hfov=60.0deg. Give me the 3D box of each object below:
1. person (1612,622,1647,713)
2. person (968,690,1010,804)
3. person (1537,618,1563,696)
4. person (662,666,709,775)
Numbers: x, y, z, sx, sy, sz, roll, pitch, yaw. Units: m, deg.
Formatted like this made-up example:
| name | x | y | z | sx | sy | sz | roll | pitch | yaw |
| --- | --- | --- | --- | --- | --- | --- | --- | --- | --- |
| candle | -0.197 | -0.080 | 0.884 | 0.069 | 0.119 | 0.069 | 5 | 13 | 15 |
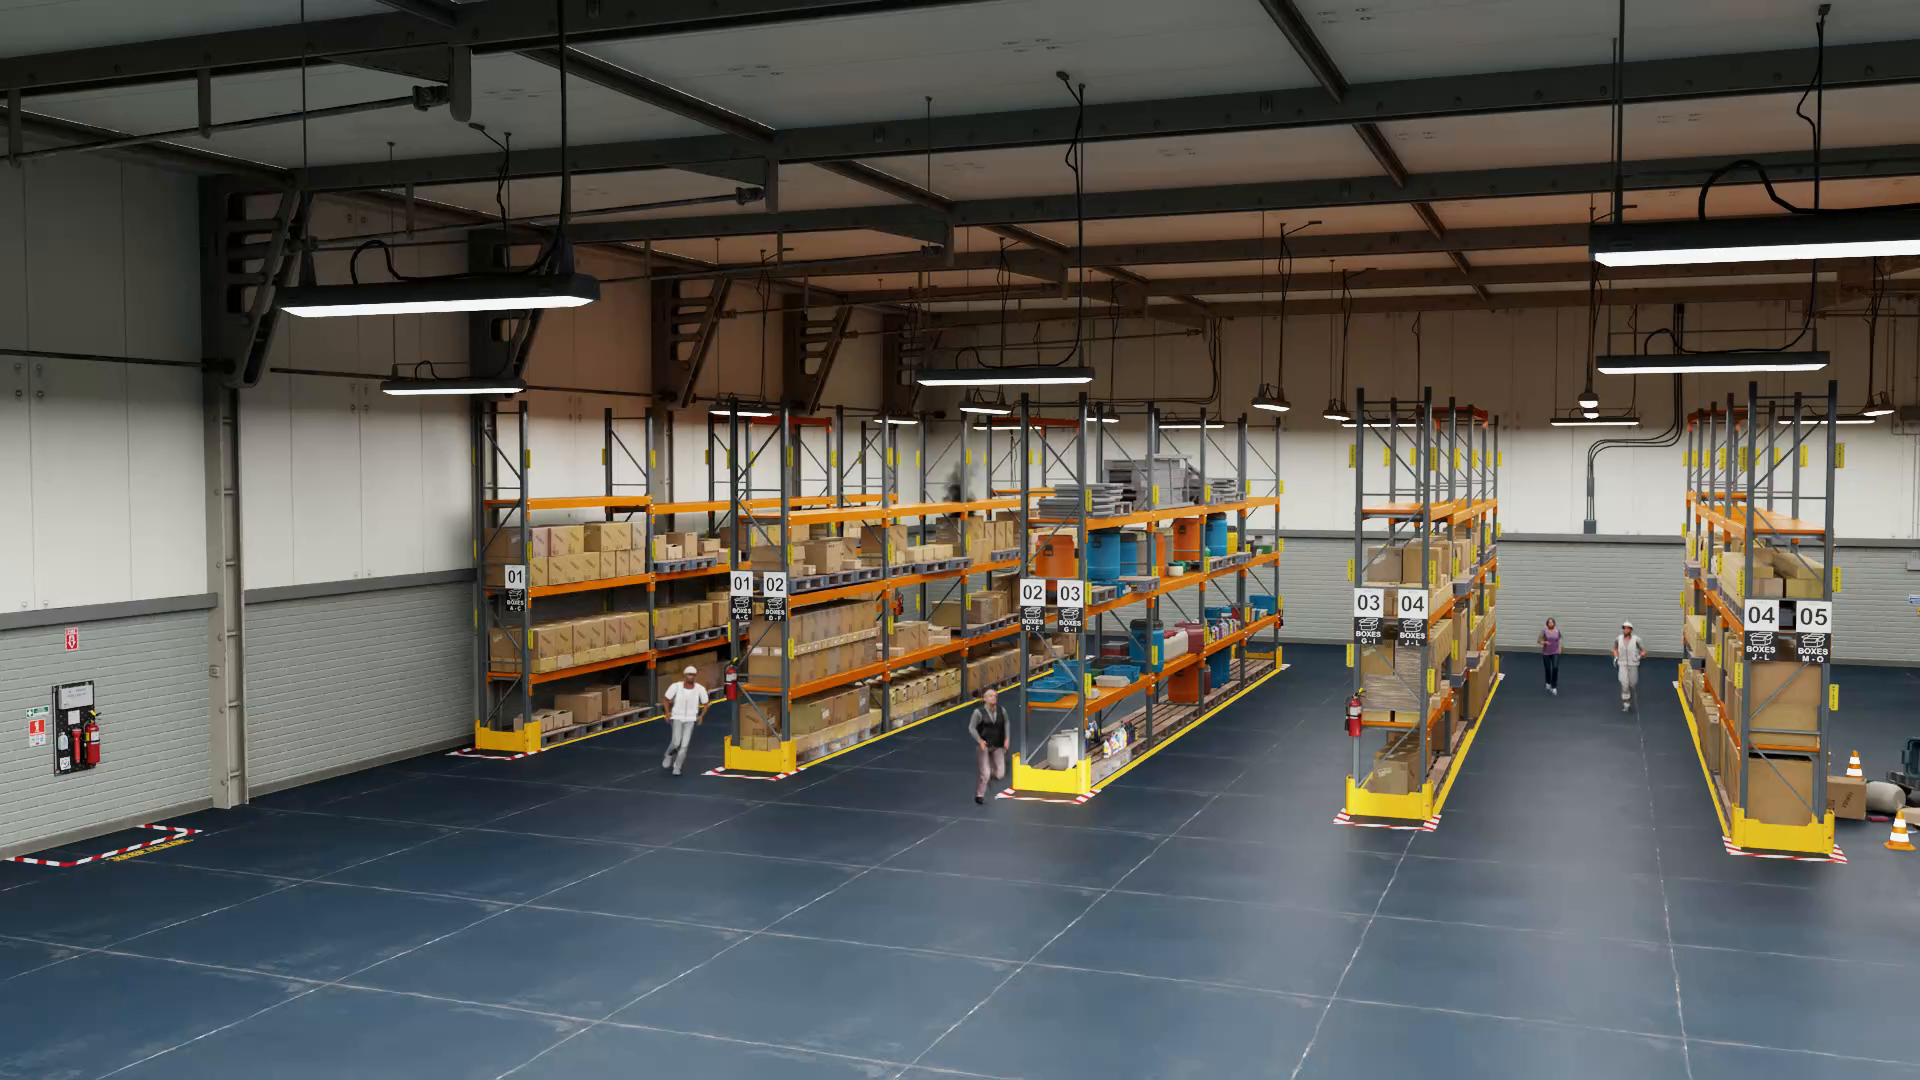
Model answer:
| name | x | y | z | sx | sy | sz | roll | pitch | yaw |
| --- | --- | --- | --- | --- | --- | --- | --- | --- | --- |
| person | 13.304 | 2.516 | 33.077 | 0.647 | 1.777 | 0.803 | 1 | 3 | 27 |
| person | 0.448 | 2.995 | 24.131 | 0.676 | 1.658 | 0.551 | -1 | 3 | -19 |
| person | 12.601 | 2.478 | 35.522 | 0.528 | 1.611 | 0.751 | 1 | 3 | 17 |
| person | -4.360 | 2.856 | 26.491 | 0.737 | 1.707 | 0.564 | -1 | 3 | -17 |
